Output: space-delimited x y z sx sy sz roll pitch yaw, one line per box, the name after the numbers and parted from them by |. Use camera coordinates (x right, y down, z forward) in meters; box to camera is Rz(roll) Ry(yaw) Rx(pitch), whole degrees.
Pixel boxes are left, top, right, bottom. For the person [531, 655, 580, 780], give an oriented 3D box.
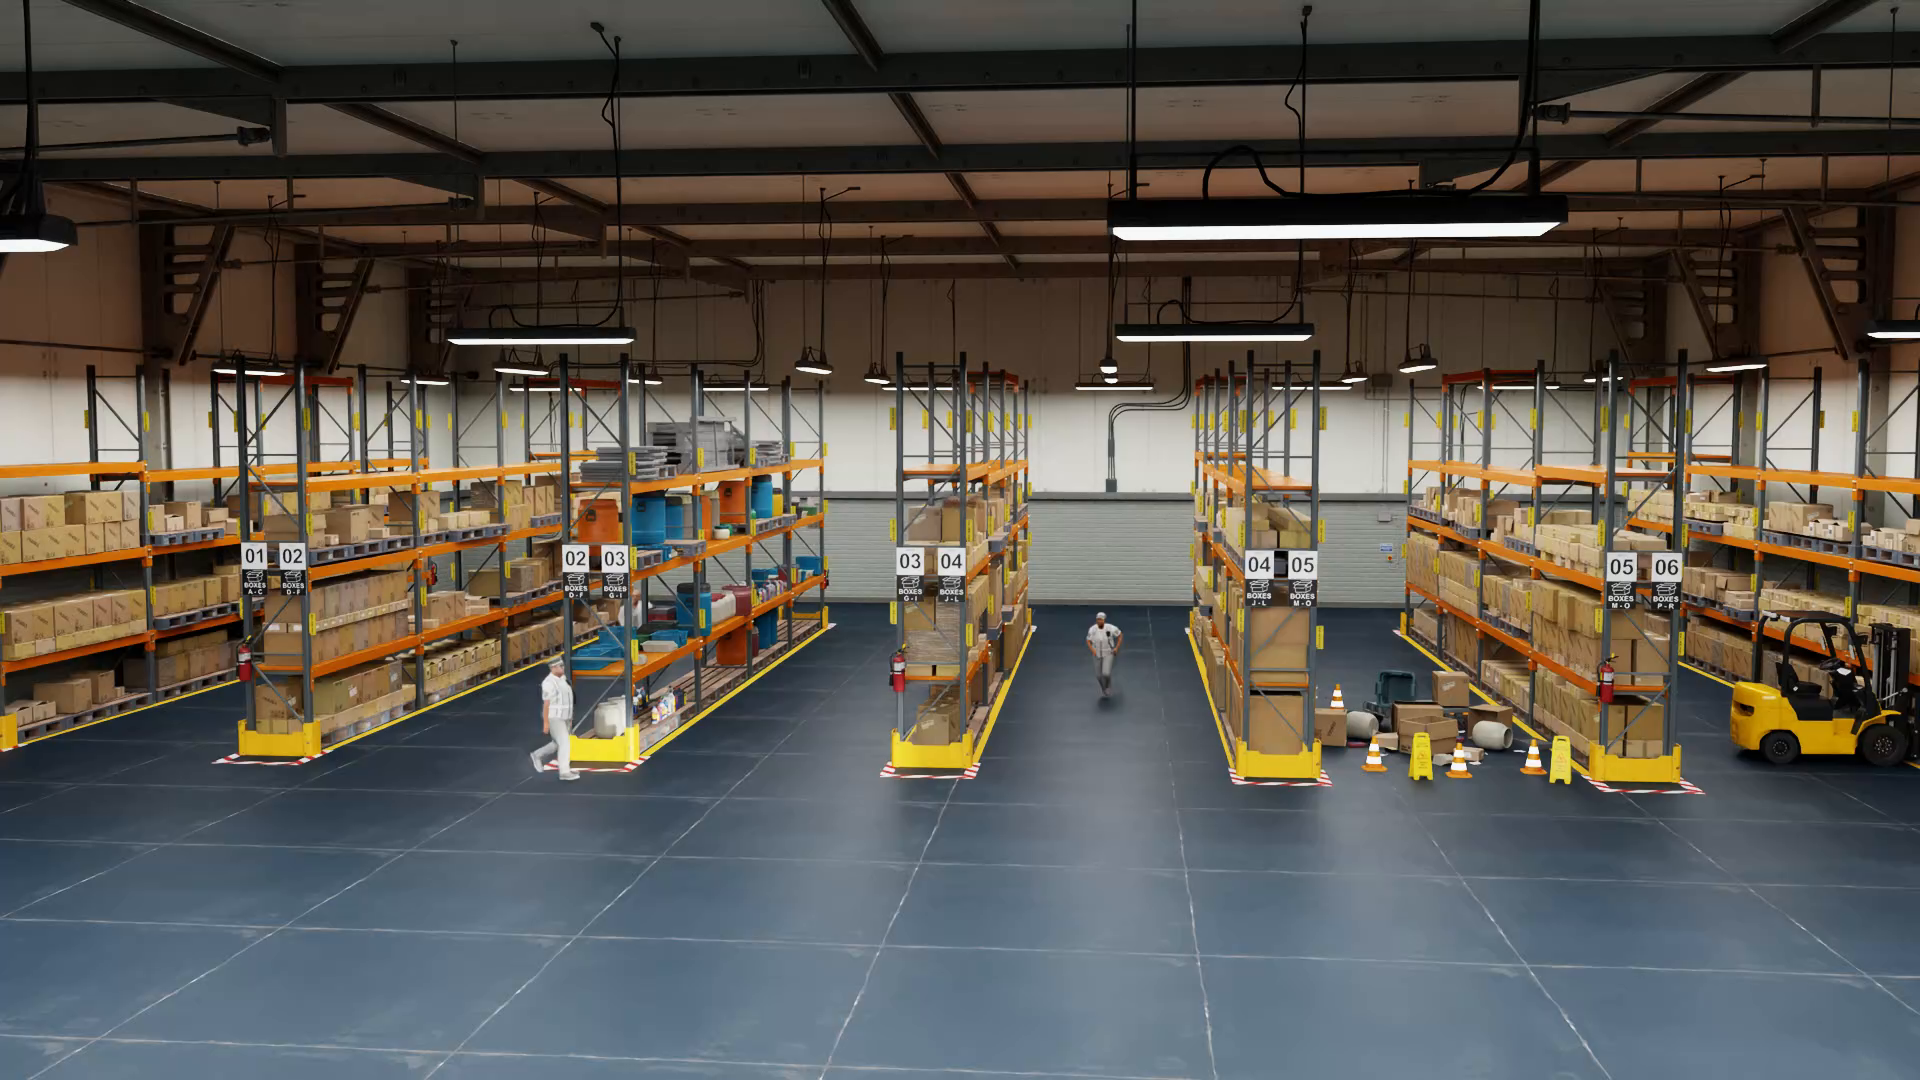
-5.680 2.465 23.304 0.883 1.728 0.561 1 4 19 | person

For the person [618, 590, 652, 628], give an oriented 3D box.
-6.407 1.821 33.061 0.700 1.685 0.666 1 4 14 | person

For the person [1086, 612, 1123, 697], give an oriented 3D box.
2.616 2.079 30.049 0.640 1.580 0.753 1 4 17 | person
